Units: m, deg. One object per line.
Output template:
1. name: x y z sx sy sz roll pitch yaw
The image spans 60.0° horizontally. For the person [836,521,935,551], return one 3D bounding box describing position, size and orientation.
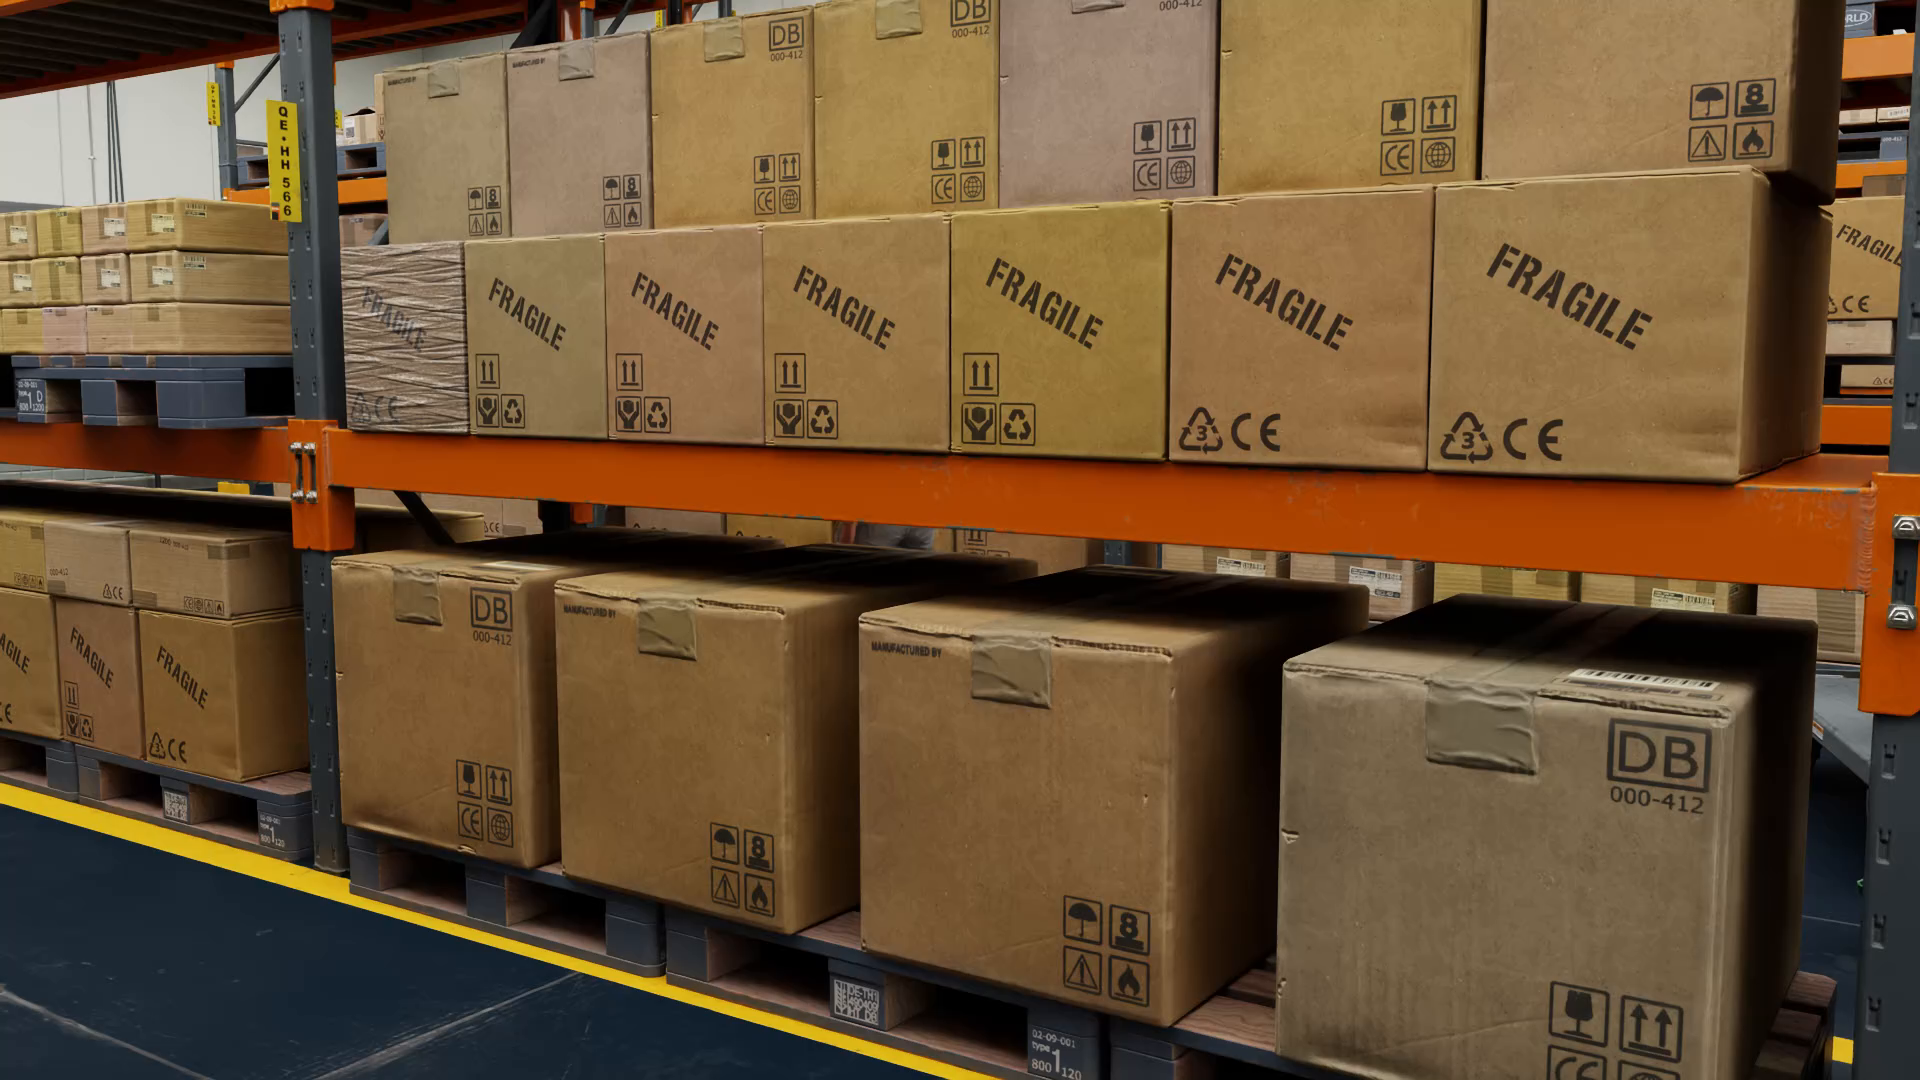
1. person: -0.259 -0.091 6.499 0.563 1.777 0.552 -6 9 -44
